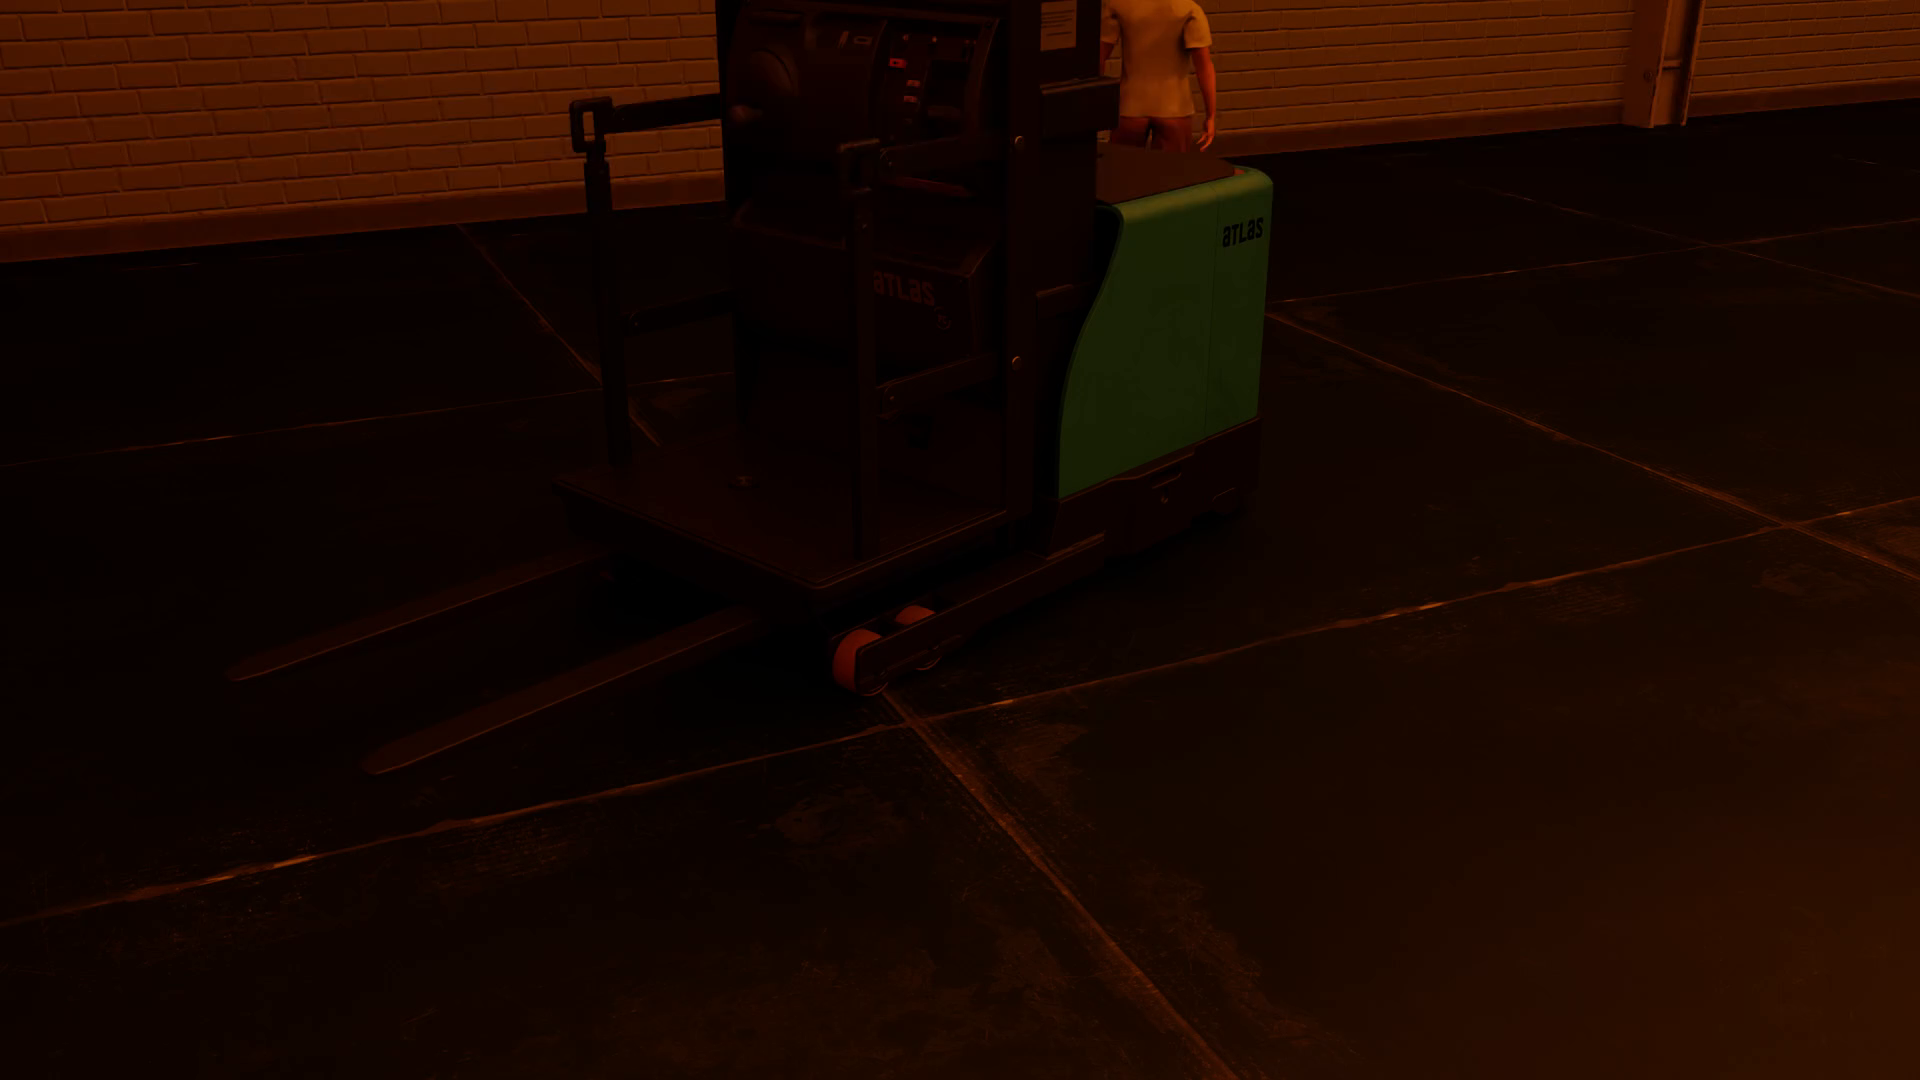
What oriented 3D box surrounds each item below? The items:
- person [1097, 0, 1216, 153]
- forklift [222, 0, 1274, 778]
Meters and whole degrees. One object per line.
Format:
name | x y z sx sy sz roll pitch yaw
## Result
person | 0.880 -1.940 7.624 0.604 1.655 0.464 6 23 14
forklift | -0.413 -1.182 4.131 1.130 2.935 3.031 19 29 39
